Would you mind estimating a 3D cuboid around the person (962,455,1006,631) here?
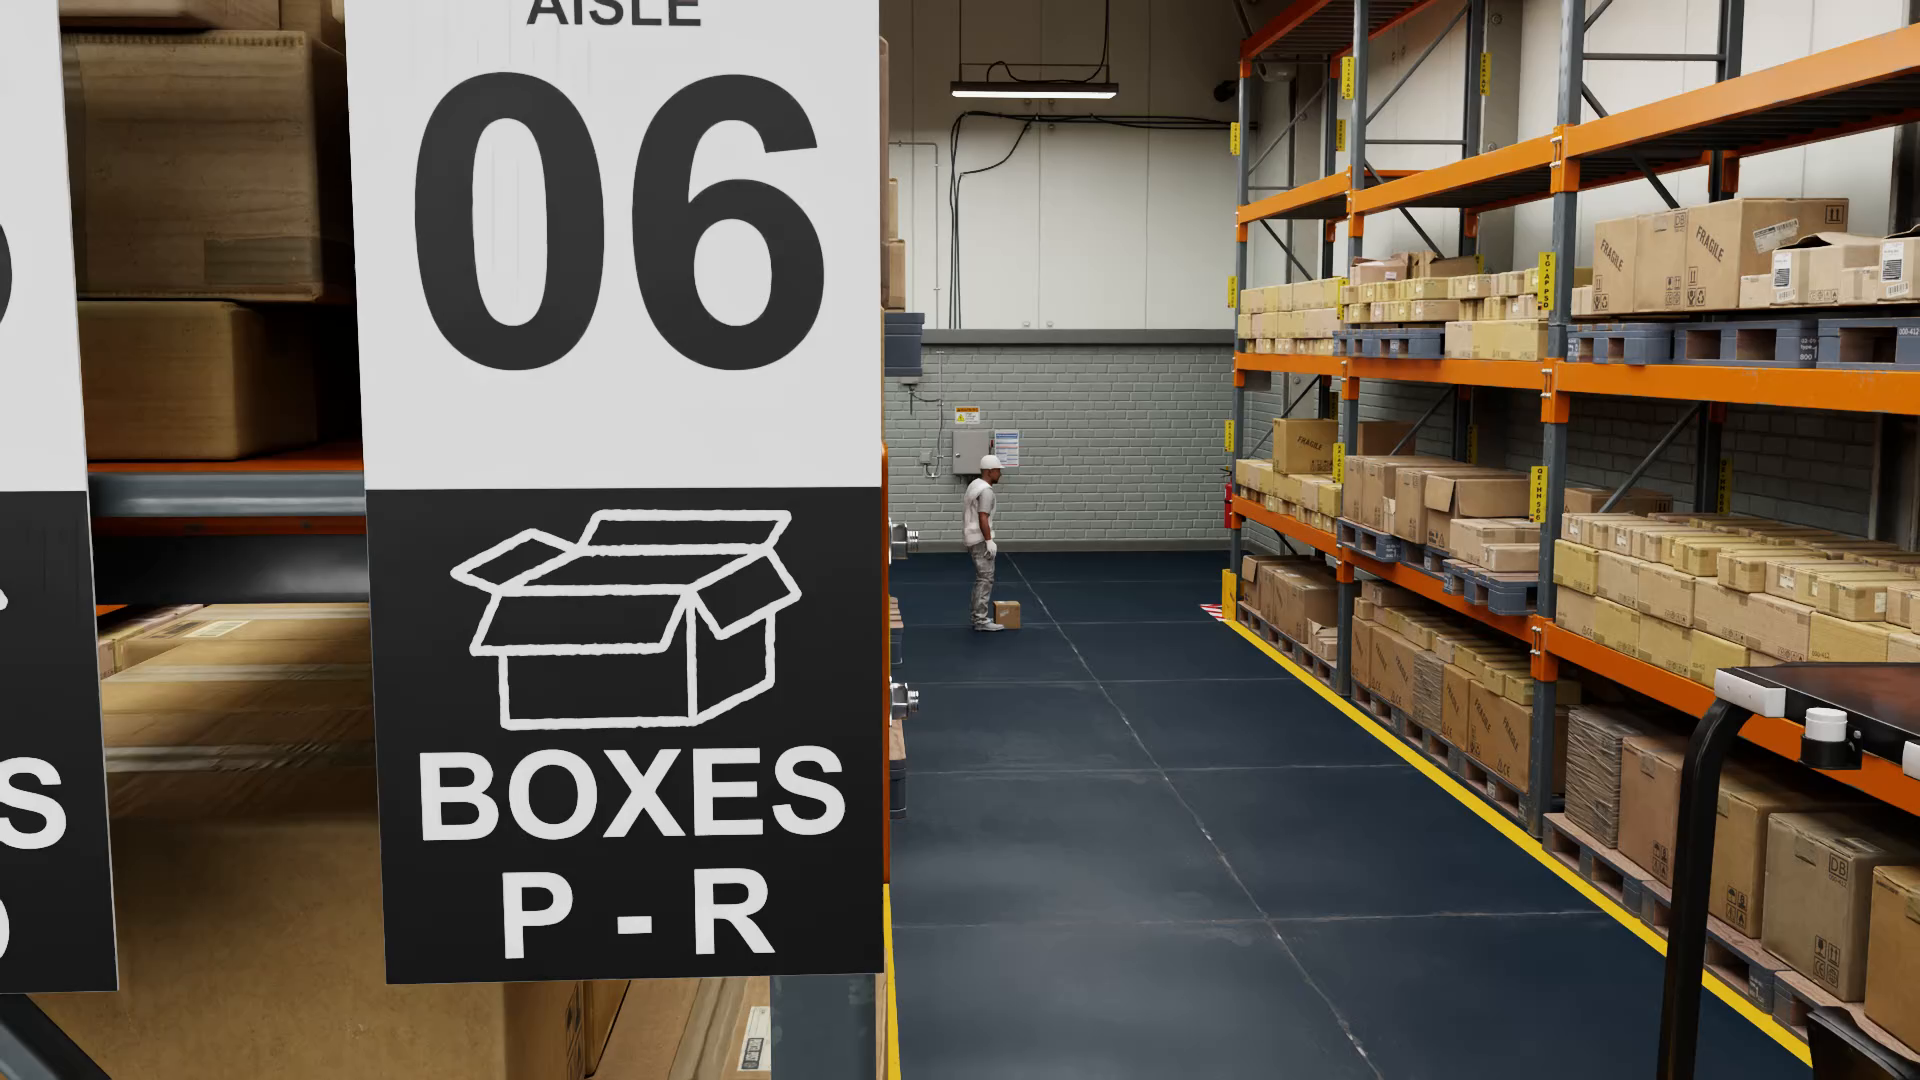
[{"bbox_3d":[0.249,0.020,17.028,0.449,1.774,0.627,-1,7,-7],"label":"person"}]
